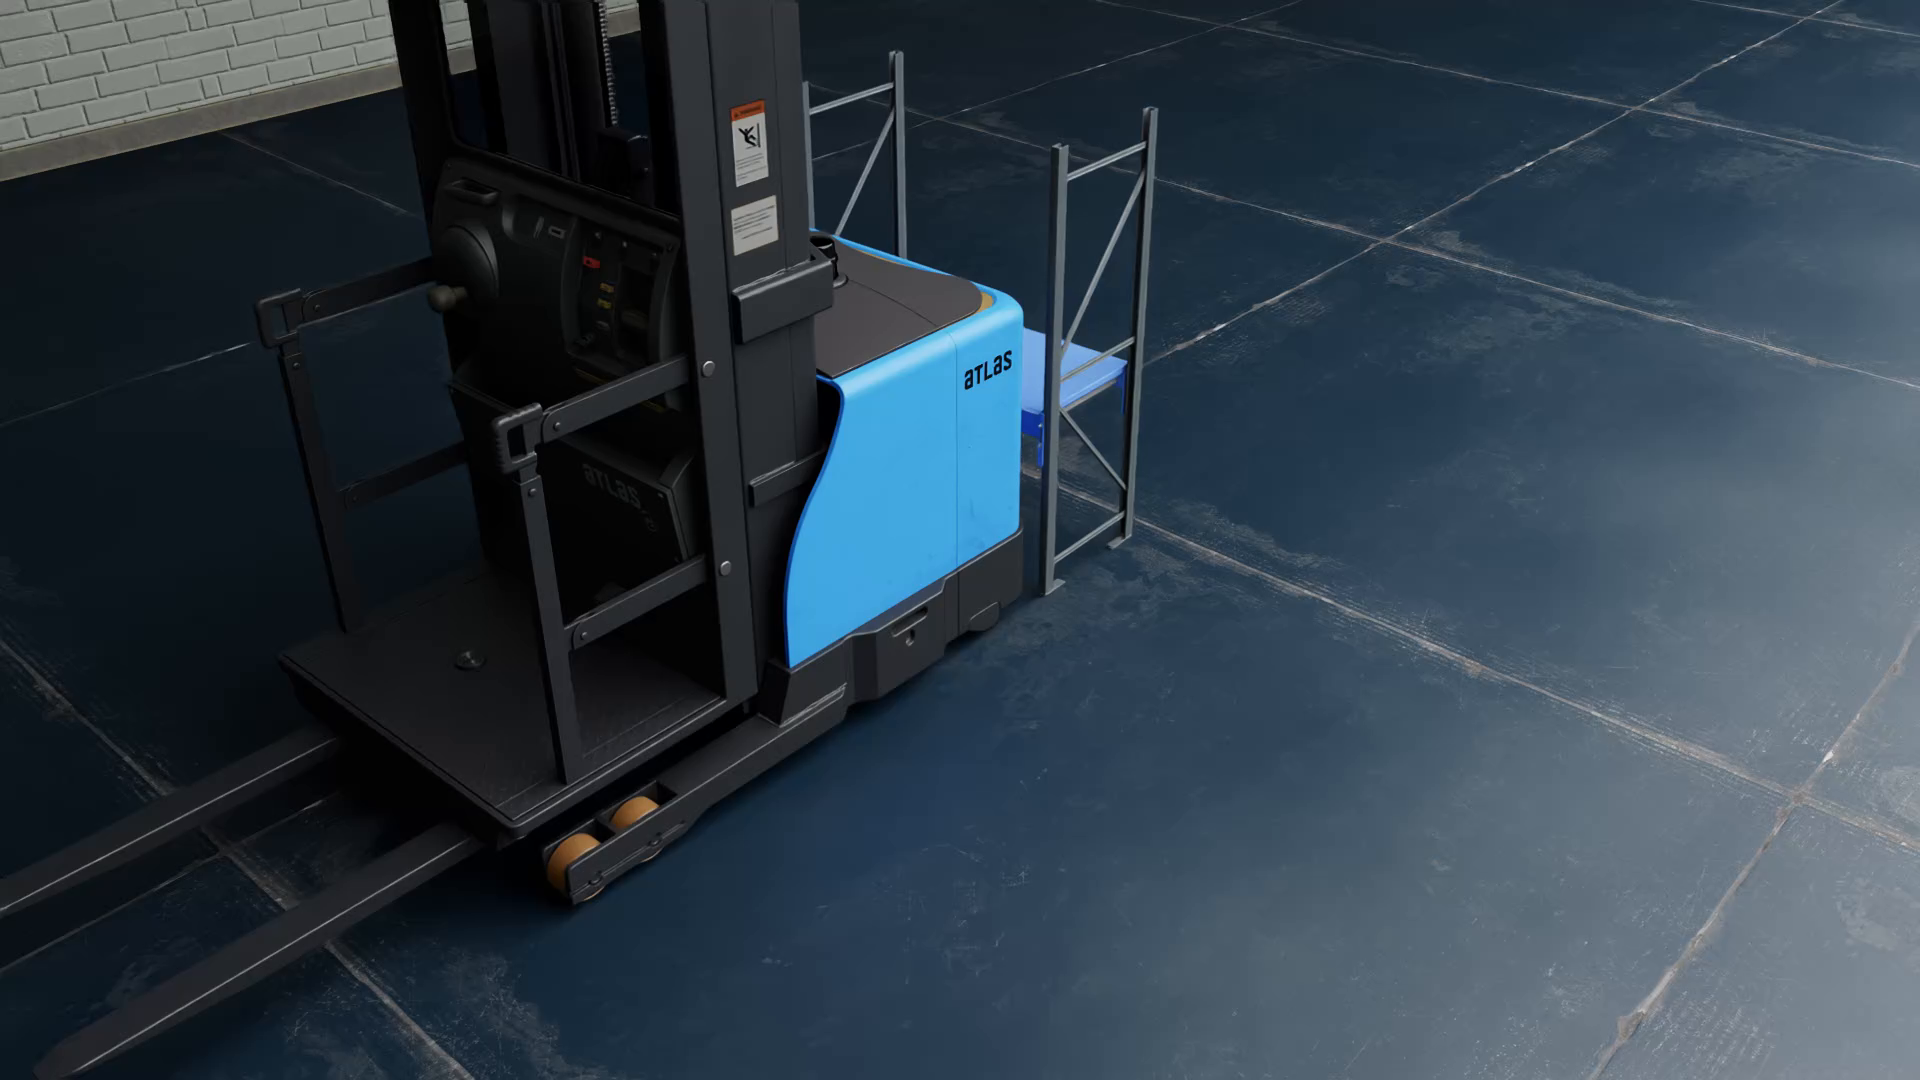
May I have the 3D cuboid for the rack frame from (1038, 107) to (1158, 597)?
[{"bbox_3d":[0.426,-0.560,5.225,0.032,1.500,0.500,23,38,33],"label":"rack frame"}]

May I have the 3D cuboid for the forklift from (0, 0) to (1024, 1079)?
[{"bbox_3d":[-1.150,-0.635,3.963,1.130,2.935,3.031,24,39,34],"label":"forklift"}]

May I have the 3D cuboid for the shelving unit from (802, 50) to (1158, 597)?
[{"bbox_3d":[0.033,-0.726,5.502,1.048,1.500,0.538,23,38,33],"label":"shelving unit"}]

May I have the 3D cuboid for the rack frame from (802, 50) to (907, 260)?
[{"bbox_3d":[-0.360,-0.892,5.778,0.032,1.500,0.500,23,38,33],"label":"rack frame"}]

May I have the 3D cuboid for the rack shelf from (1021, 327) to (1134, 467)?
[{"bbox_3d":[0.033,-0.572,5.594,1.000,0.185,0.538,23,38,33],"label":"rack shelf"}]
